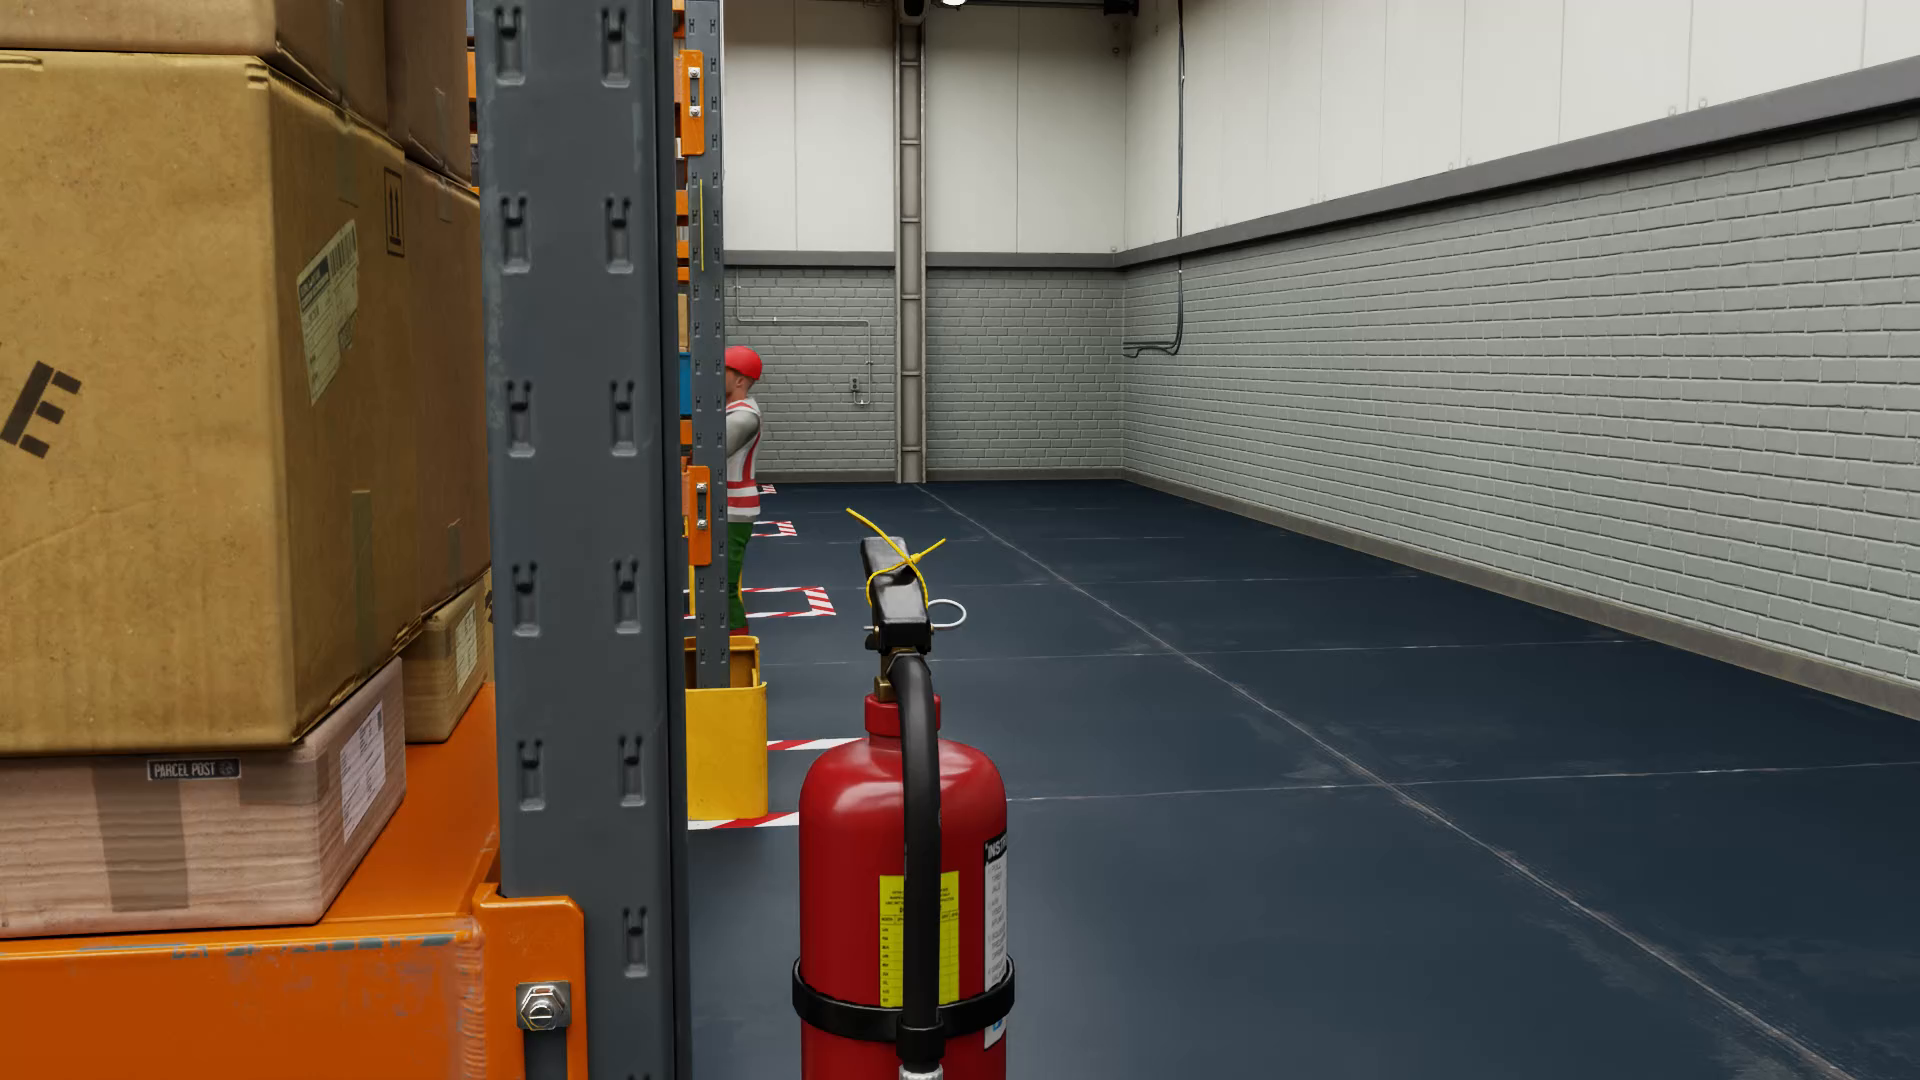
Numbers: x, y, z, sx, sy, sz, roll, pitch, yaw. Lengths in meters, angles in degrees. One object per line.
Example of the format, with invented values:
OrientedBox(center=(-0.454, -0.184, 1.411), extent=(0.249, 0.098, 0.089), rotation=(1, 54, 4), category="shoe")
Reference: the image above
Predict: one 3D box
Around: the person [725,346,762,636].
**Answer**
OrientedBox(center=(-1.283, -0.096, 8.489), extent=(0.563, 1.782, 0.493), rotation=(-1, 6, -8), category="person")
